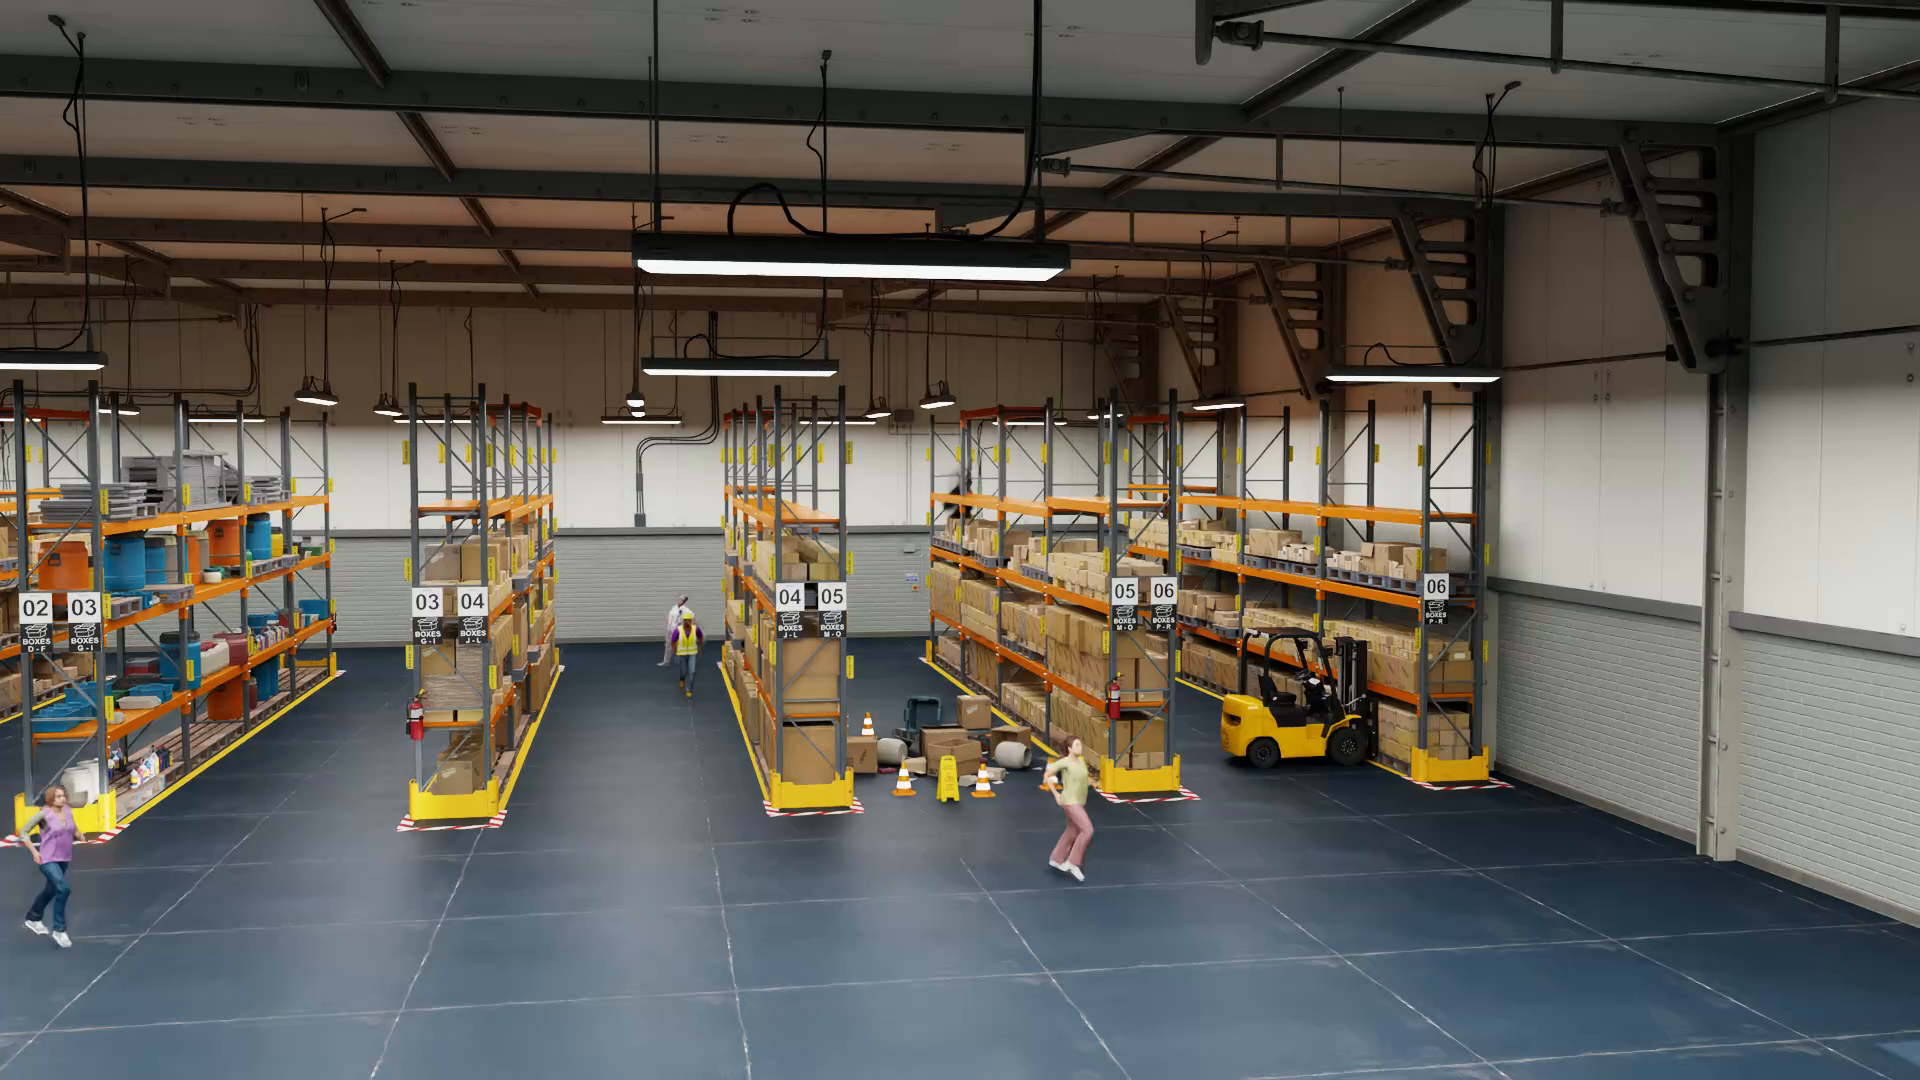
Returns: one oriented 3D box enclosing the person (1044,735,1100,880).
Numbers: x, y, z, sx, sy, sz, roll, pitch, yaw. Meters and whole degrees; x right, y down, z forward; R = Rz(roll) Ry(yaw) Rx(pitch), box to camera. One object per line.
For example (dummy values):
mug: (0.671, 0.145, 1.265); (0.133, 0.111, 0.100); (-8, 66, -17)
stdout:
person: (1.348, 3.165, 19.757); (0.698, 1.696, 0.548); (2, 3, 32)

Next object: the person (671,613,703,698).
person: (-5.693, 2.384, 34.712); (0.690, 1.738, 0.822); (-1, 3, -14)

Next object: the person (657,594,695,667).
person: (-6.754, 2.139, 39.472); (0.731, 1.713, 0.840); (3, 4, 43)

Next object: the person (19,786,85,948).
person: (-9.340, 3.331, 17.120); (0.728, 1.637, 0.530); (1, 3, 16)
